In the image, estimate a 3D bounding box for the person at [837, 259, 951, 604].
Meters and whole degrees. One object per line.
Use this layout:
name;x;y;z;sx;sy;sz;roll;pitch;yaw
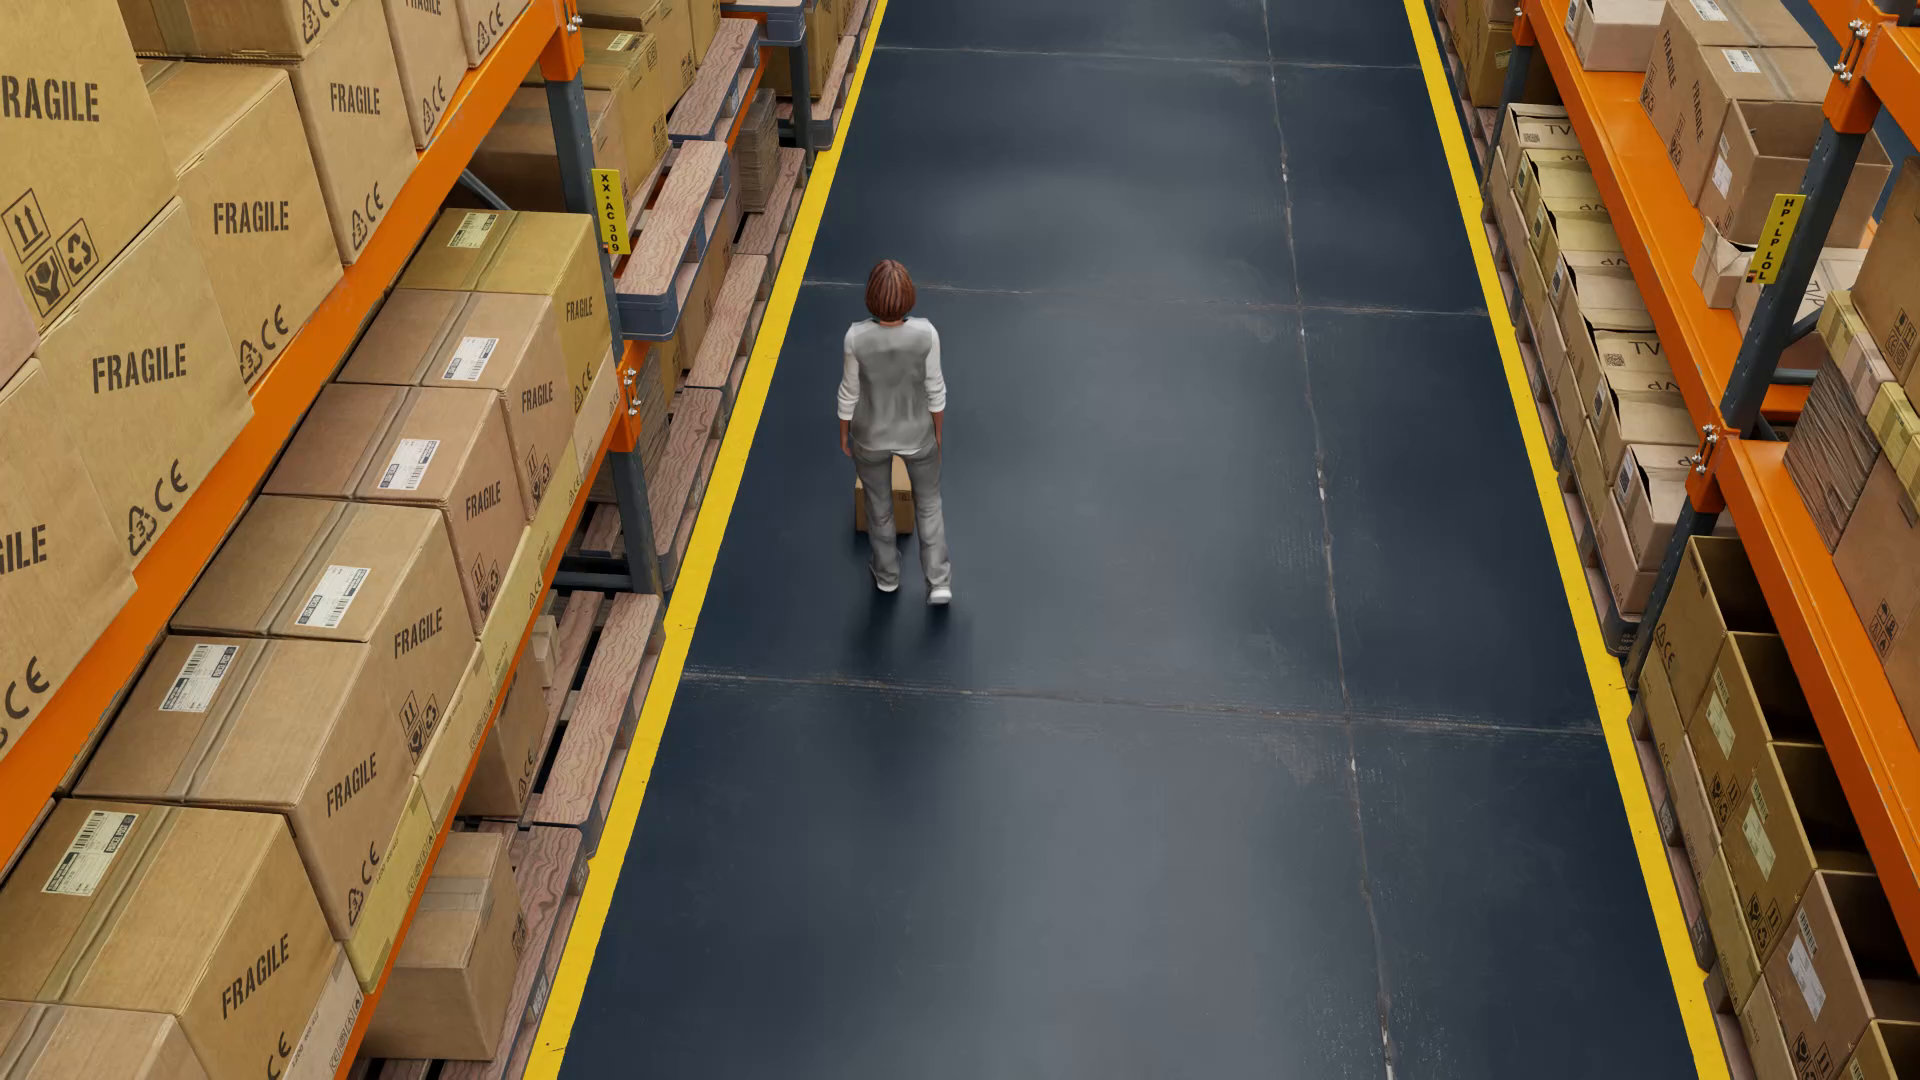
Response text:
person;-0.264;-0.392;6.662;0.437;1.658;0.419;-4;41;-5
